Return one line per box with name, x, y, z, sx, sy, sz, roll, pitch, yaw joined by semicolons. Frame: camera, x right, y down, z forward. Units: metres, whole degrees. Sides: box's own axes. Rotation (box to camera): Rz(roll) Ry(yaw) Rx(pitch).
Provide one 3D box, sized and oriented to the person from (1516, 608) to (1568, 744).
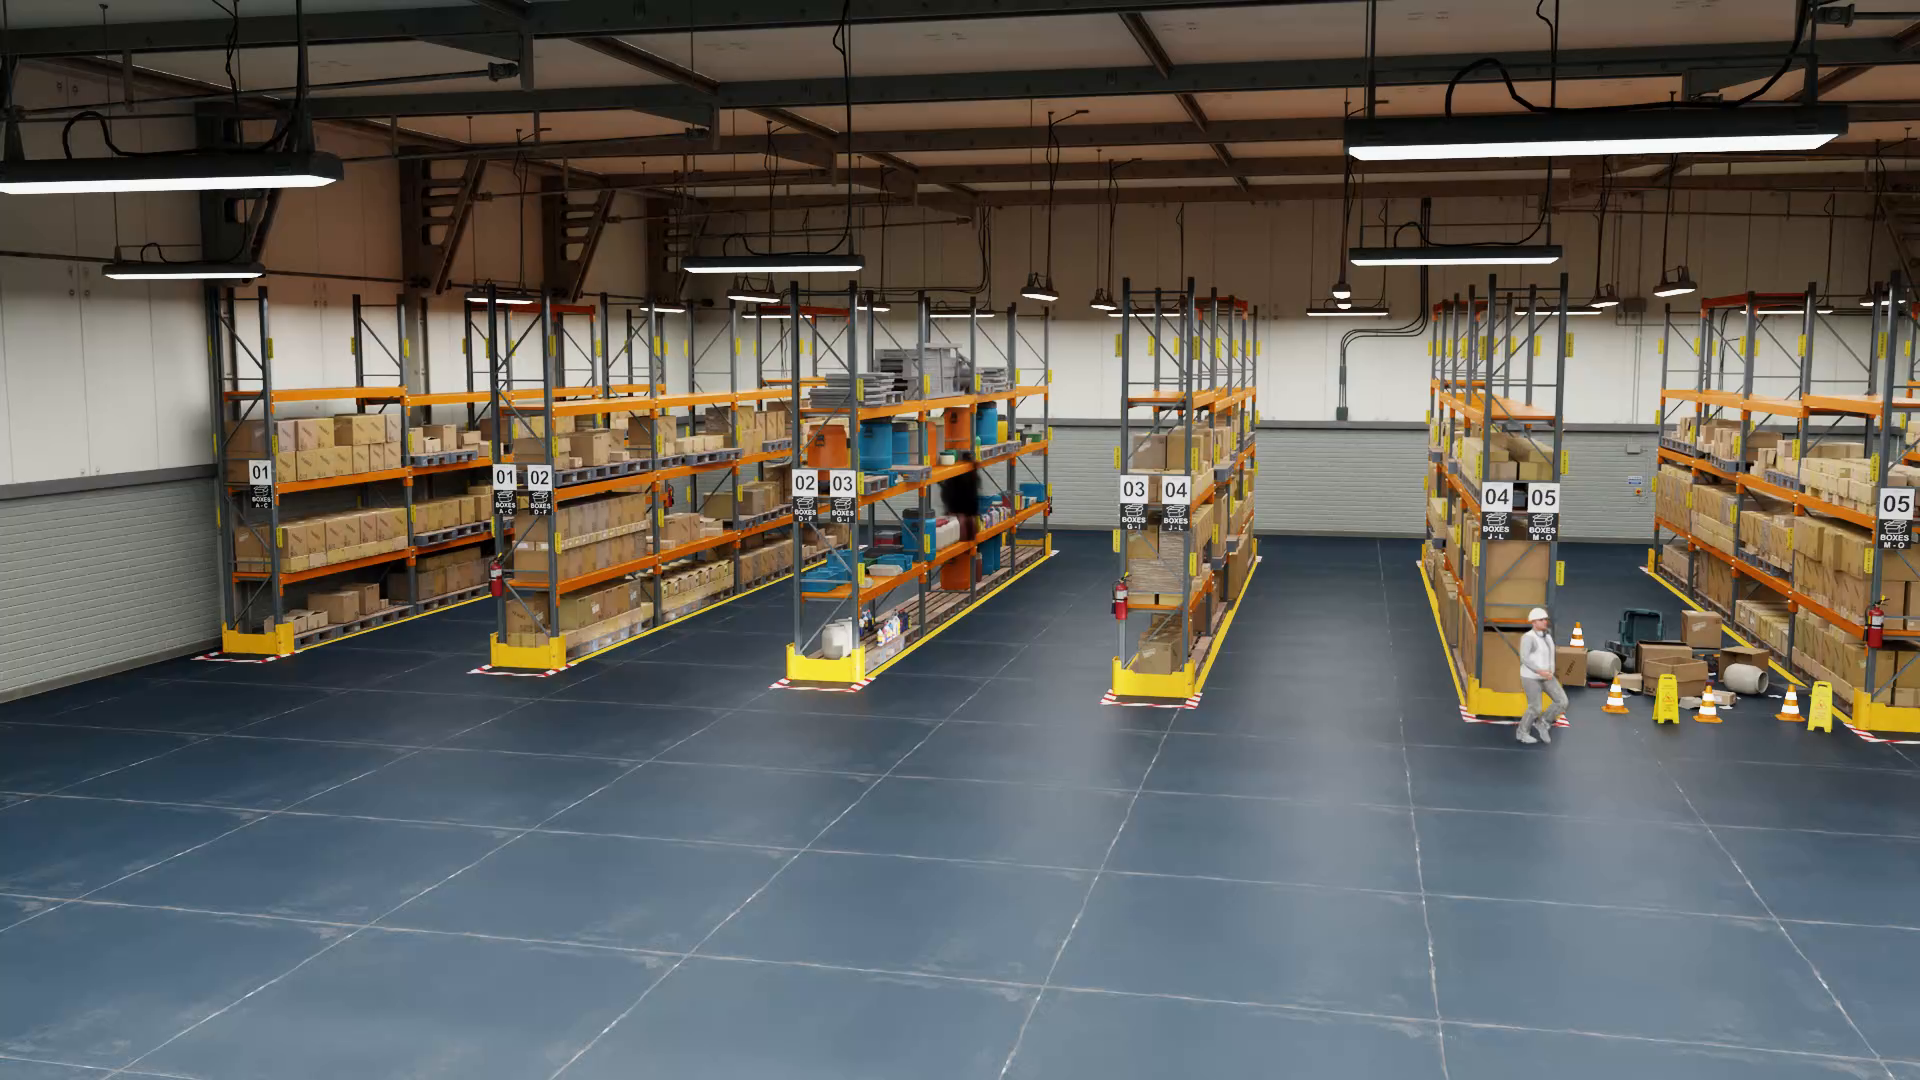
person;7.340;1.722;21.011;0.678;1.741;0.628;-5;8;-38
